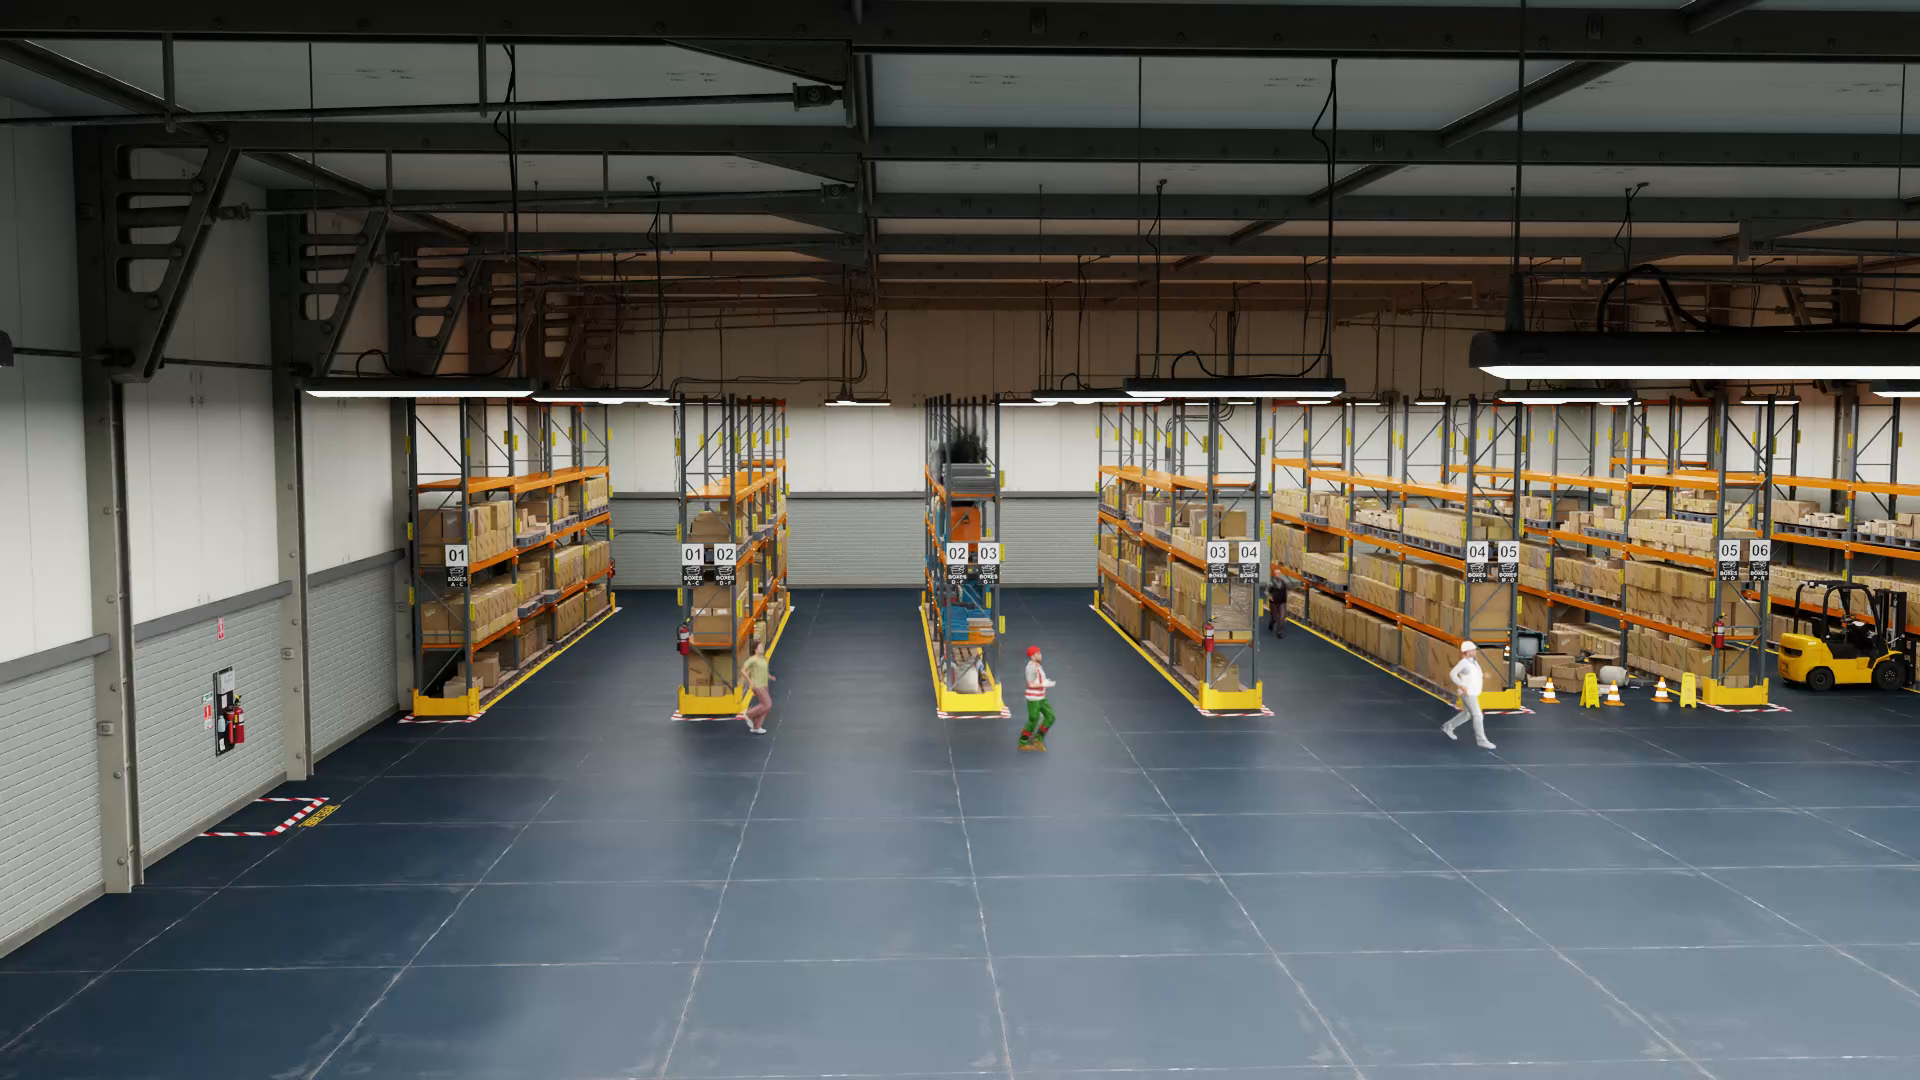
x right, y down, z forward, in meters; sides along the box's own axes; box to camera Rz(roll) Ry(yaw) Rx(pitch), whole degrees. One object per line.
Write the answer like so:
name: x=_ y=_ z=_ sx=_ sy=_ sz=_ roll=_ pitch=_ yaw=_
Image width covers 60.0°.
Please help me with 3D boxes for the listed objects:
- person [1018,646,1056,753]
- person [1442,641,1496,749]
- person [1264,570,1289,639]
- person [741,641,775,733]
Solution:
person: x=1.300 y=2.655 z=27.601 sx=0.681 sy=1.809 sz=0.635 roll=2 pitch=5 yaw=21
person: x=8.615 y=2.592 z=28.119 sx=0.964 sy=1.763 sz=0.655 roll=3 pitch=5 yaw=33
person: x=7.953 y=1.636 z=41.670 sx=0.661 sy=1.635 sz=0.792 roll=0 pitch=5 yaw=-5
person: x=-3.524 y=2.595 z=29.308 sx=0.542 sy=1.627 sz=0.583 roll=2 pitch=5 yaw=23
